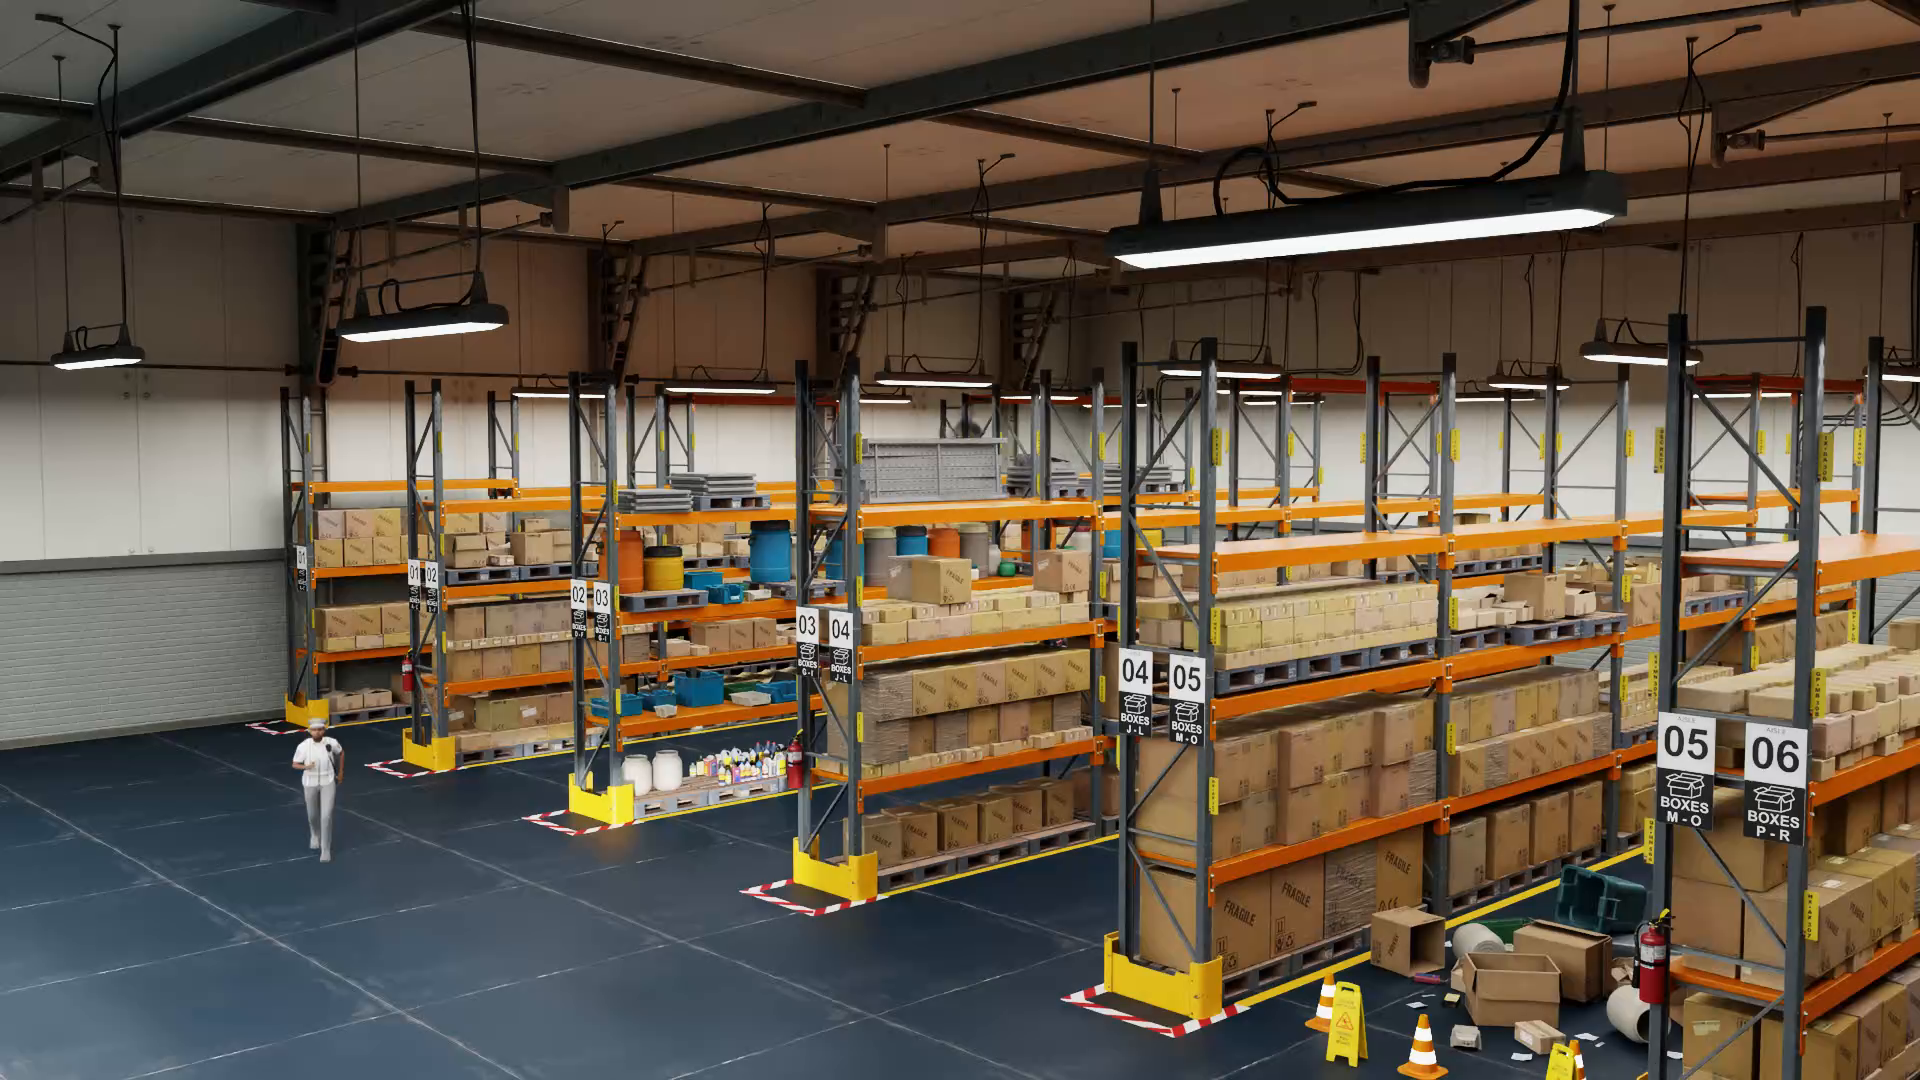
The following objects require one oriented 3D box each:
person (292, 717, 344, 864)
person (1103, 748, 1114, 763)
[{"bbox_3d":[-7.835,3.005,20.305,0.584,1.718,0.871,-1,4,-20],"label":"person"},{"bbox_3d":[2.138,2.748,25.051,0.580,1.719,0.715,4,5,44],"label":"person"}]
